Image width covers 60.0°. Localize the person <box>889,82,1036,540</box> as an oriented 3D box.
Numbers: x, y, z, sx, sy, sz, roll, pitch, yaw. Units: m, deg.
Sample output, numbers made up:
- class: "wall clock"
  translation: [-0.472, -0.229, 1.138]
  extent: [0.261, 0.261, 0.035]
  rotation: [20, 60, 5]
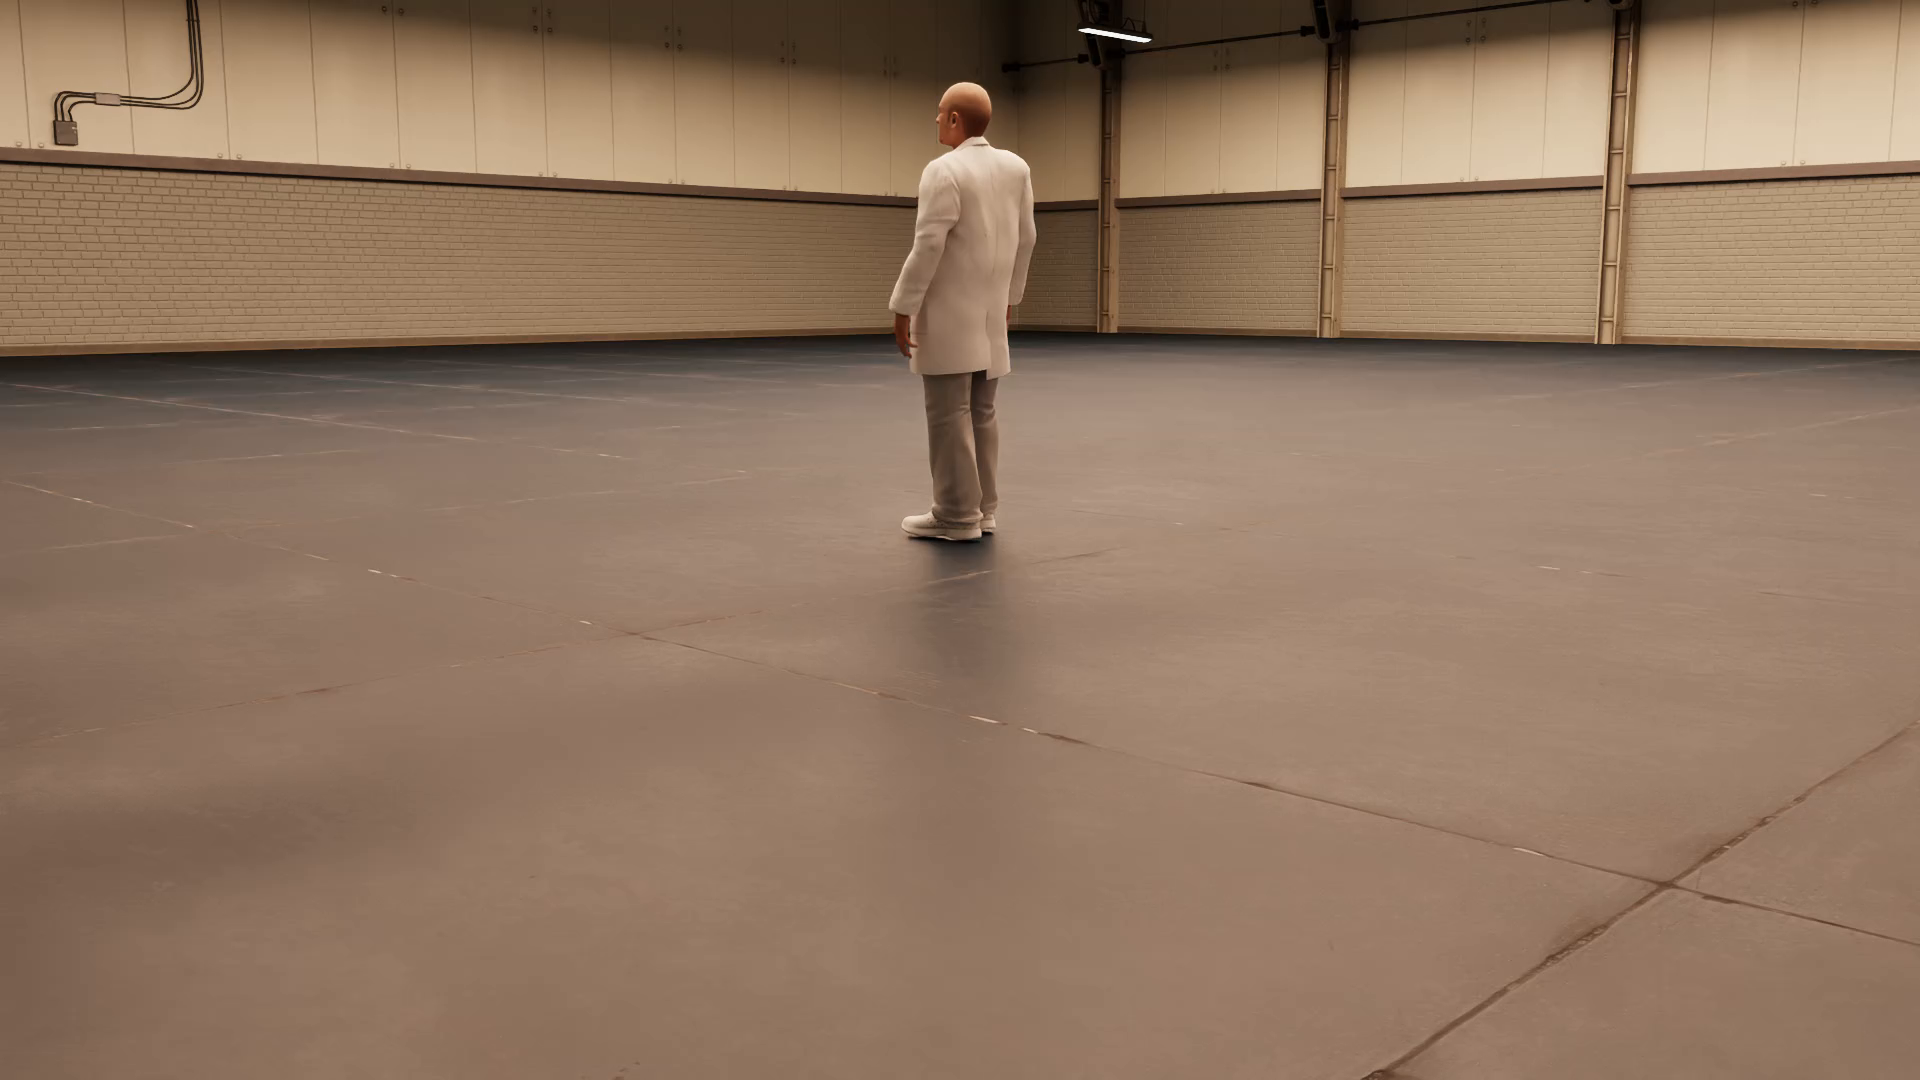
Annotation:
- class: "person"
  translation: [-0.063, -0.896, 6.649]
  extent: [0.578, 1.777, 0.698]
  rotation: [8, 12, 43]
